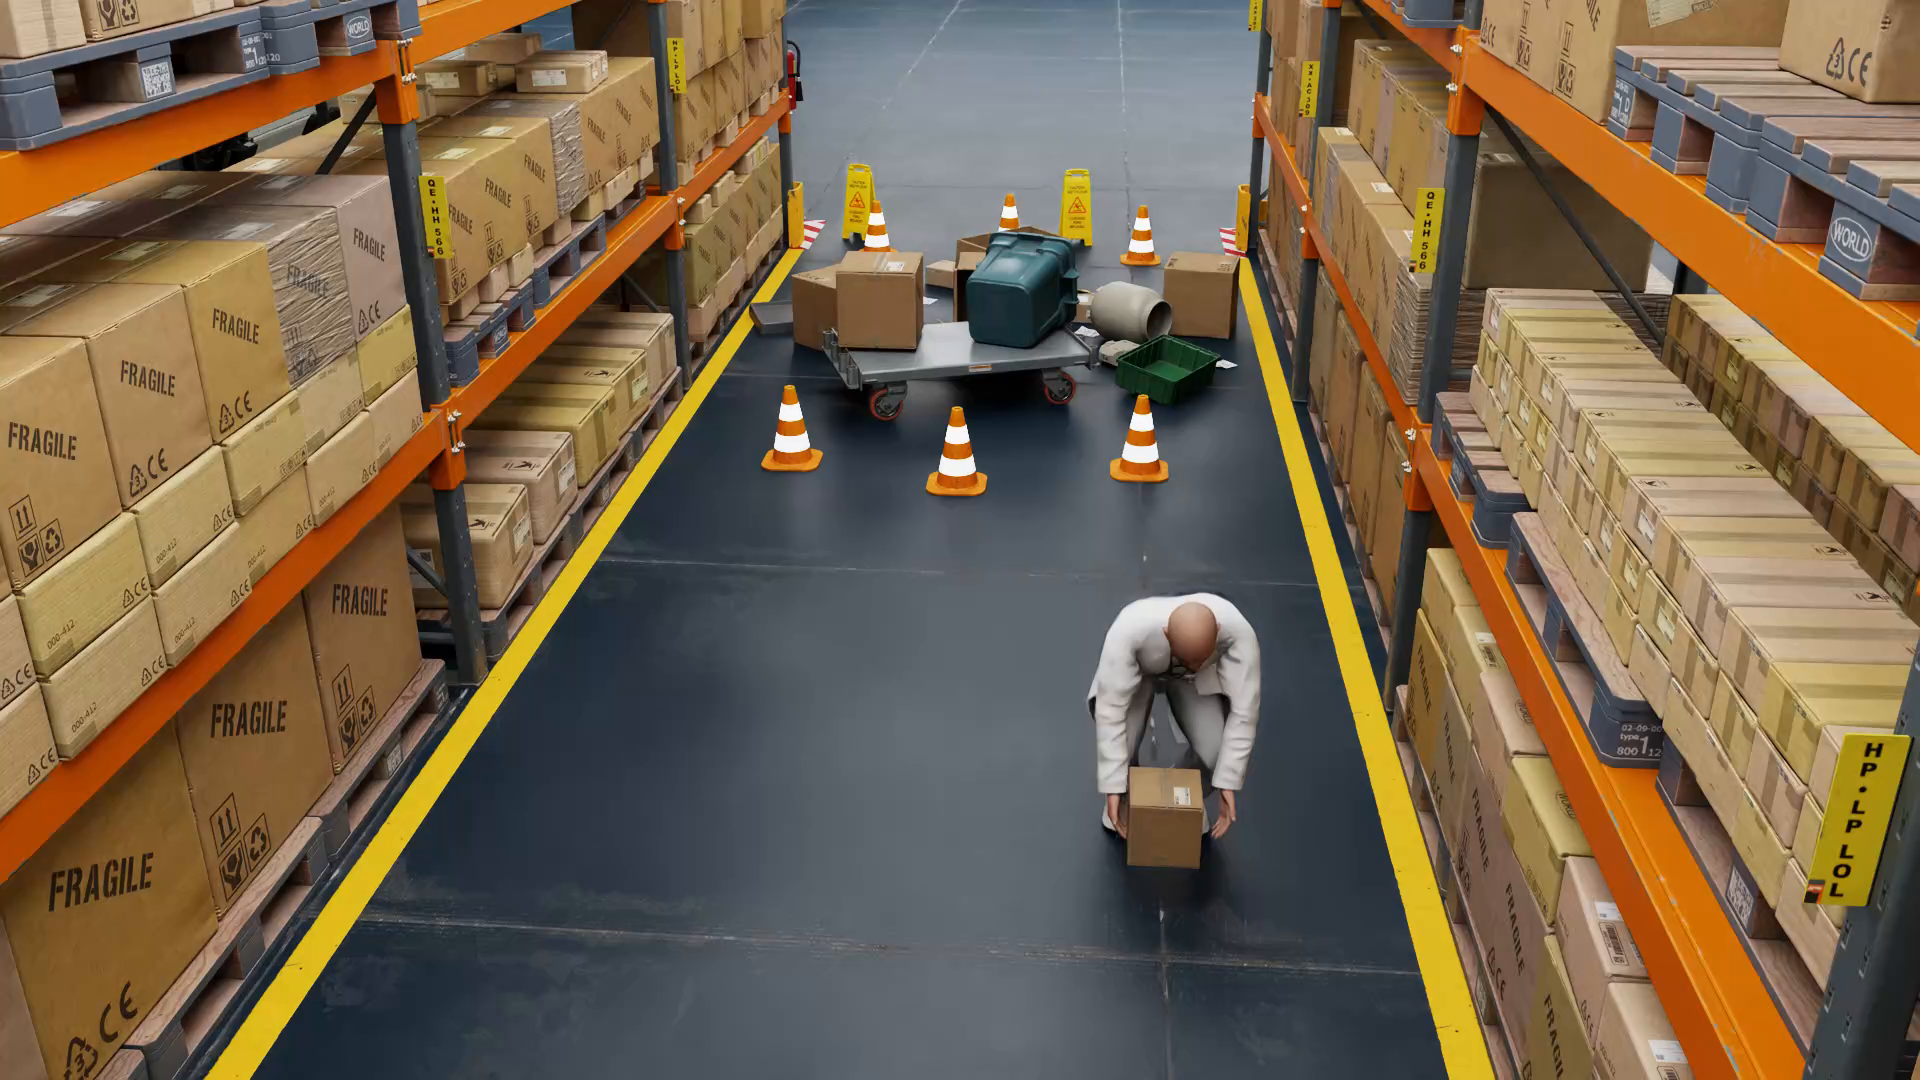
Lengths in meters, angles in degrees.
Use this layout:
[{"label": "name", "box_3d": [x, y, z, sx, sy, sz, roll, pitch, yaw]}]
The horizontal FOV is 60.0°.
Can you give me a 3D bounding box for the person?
[{"label": "person", "box_3d": [0.773, 0.598, 6.119, 0.615, 1.101, 0.876, 2, 24, 4]}]
